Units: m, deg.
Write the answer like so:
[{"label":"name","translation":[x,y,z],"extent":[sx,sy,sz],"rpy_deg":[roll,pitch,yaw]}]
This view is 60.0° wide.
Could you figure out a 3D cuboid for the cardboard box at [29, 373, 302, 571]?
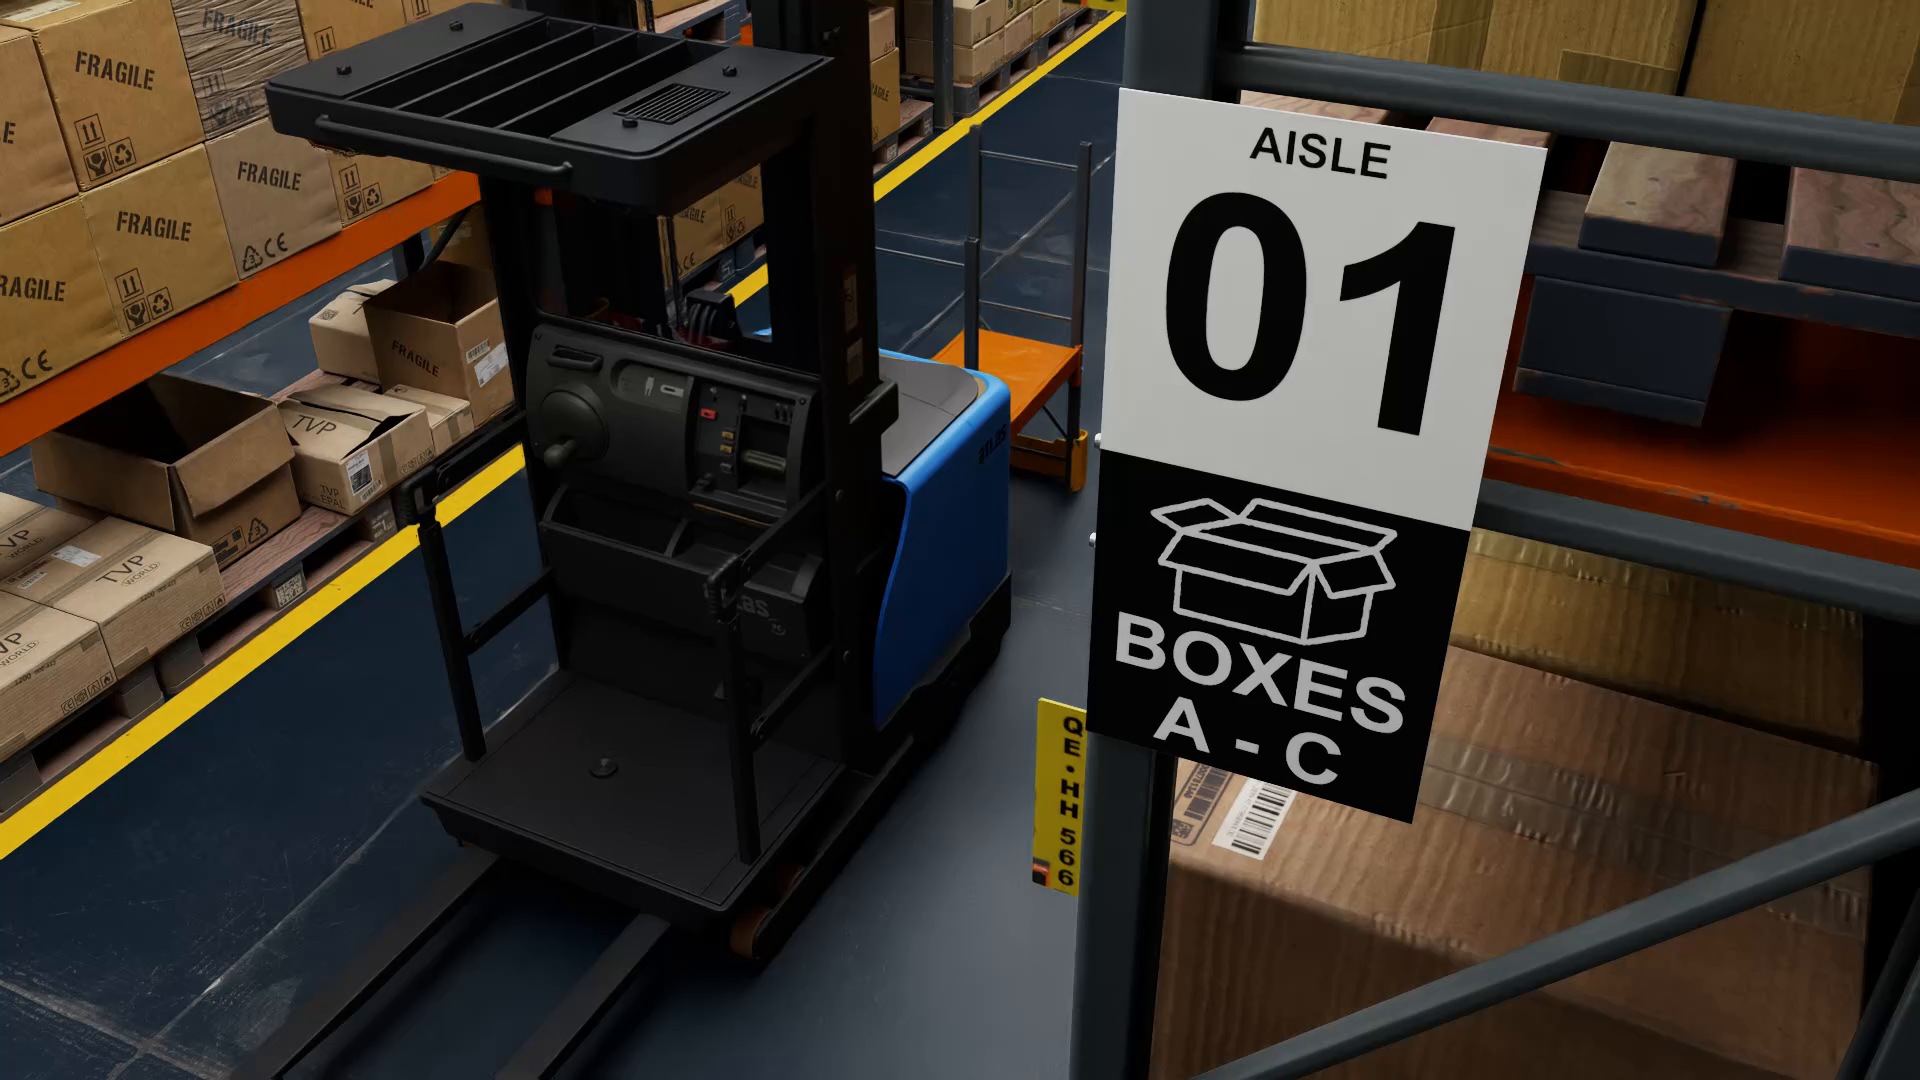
[{"label":"cardboard box","translation":[-2.975,-0.265,6.294],"extent":[0.797,0.503,0.637],"rpy_deg":[14,36,20]}]

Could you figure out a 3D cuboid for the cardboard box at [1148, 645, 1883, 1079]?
[{"label":"cardboard box","translation":[0.838,0.683,2.699],"extent":[0.980,0.700,0.700],"rpy_deg":[16,36,23]}]

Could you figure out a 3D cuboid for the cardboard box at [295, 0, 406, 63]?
[{"label":"cardboard box","translation":[-2.382,-1.954,5.992],"extent":[0.500,0.500,0.500],"rpy_deg":[13,36,20]}]

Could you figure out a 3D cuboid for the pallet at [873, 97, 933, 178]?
[{"label":"pallet","translation":[-0.867,-2.524,10.407],"extent":[1.003,0.211,1.213],"rpy_deg":[14,36,20]}]

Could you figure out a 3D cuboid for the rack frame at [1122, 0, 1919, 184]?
[{"label":"rack frame","translation":[0.634,-1.444,0.745],"extent":[1.000,3.000,0.127],"rpy_deg":[14,36,20]}]

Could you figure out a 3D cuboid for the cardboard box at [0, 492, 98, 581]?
[{"label":"cardboard box","translation":[-3.439,0.103,5.964],"extent":[0.500,0.250,0.500],"rpy_deg":[14,36,20]}]

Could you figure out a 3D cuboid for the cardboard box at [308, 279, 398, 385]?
[{"label":"cardboard box","translation":[-2.566,-0.962,7.532],"extent":[0.500,0.311,0.500],"rpy_deg":[14,36,20]}]

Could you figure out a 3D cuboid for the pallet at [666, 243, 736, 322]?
[{"label":"pallet","translation":[-1.888,-1.309,8.554],"extent":[1.003,0.211,1.213],"rpy_deg":[14,36,20]}]

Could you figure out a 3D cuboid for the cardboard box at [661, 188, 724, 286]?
[{"label":"cardboard box","translation":[-1.557,-1.653,8.414],"extent":[0.500,0.500,0.500],"rpy_deg":[15,36,21]}]

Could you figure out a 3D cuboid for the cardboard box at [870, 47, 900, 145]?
[{"label":"cardboard box","translation":[-0.698,-2.673,9.969],"extent":[0.500,0.500,0.500],"rpy_deg":[16,36,22]}]

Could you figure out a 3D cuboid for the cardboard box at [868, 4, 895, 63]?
[{"label":"cardboard box","translation":[-0.718,-2.957,9.719],"extent":[0.500,0.250,0.500],"rpy_deg":[16,36,22]}]

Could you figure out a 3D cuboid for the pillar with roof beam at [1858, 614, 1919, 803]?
[{"label":"pillar with roof beam","translation":[-1.110,-3.876,4.455],"extent":[9.100,9.000,0.400],"rpy_deg":[14,36,20]}]

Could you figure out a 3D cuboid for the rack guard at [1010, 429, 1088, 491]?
[{"label":"rack guard","translation":[0.261,-0.398,7.129],"extent":[0.587,0.250,0.087],"rpy_deg":[15,36,21]}]

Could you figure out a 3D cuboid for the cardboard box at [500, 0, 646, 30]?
[{"label":"cardboard box","translation":[-1.792,-2.464,7.297],"extent":[0.700,0.500,0.500],"rpy_deg":[3,33,4]}]

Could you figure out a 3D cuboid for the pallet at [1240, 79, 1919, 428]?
[{"label":"pallet","translation":[0.934,-0.524,2.159],"extent":[1.003,0.211,1.213],"rpy_deg":[14,36,20]}]

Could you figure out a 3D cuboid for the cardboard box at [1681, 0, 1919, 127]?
[{"label":"cardboard box","translation":[1.162,-0.651,1.935],"extent":[0.500,0.250,0.500],"rpy_deg":[16,37,23]}]

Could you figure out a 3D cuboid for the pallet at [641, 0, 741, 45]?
[{"label":"pallet","translation":[-1.760,-2.354,7.780],"extent":[1.003,0.211,1.213],"rpy_deg":[14,36,20]}]

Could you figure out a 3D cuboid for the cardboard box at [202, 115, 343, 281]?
[{"label":"cardboard box","translation":[-2.597,-1.282,5.879],"extent":[0.500,0.500,0.500],"rpy_deg":[15,36,22]}]

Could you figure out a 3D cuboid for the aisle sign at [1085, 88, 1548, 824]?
[{"label":"aisle sign","translation":[0.331,-0.055,1.727],"extent":[0.394,0.787,0.004],"rpy_deg":[14,36,20]}]

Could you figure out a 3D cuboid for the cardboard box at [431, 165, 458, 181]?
[{"label":"cardboard box","translation":[-2.170,-1.796,6.662],"extent":[0.500,0.500,0.500],"rpy_deg":[15,36,21]}]

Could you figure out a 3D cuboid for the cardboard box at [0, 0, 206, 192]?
[{"label":"cardboard box","translation":[-2.805,-1.453,5.228],"extent":[0.500,0.500,0.500],"rpy_deg":[14,36,20]}]

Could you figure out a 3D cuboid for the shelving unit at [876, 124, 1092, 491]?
[{"label":"shelving unit","translation":[0.047,-0.674,6.411],"extent":[0.587,1.500,1.083],"rpy_deg":[15,36,21]}]

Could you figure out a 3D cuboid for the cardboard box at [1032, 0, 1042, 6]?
[{"label":"cardboard box","translation":[0.393,-4.025,11.765],"extent":[0.500,0.311,0.500],"rpy_deg":[13,35,19]}]

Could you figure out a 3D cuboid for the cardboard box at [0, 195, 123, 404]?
[{"label":"cardboard box","translation":[-3.019,-0.779,5.112],"extent":[0.500,0.500,0.500],"rpy_deg":[14,36,20]}]

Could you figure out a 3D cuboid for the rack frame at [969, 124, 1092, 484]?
[{"label":"rack frame","translation":[0.269,-0.931,6.801],"extent":[0.500,1.500,0.032],"rpy_deg":[15,36,21]}]

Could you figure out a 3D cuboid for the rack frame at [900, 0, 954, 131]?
[{"label":"rack frame","translation":[-0.520,-4.054,10.197],"extent":[1.000,3.000,0.127],"rpy_deg":[14,36,20]}]

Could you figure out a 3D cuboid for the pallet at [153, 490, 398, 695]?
[{"label":"pallet","translation":[-2.991,0.056,6.472],"extent":[1.003,0.211,1.213],"rpy_deg":[14,36,20]}]

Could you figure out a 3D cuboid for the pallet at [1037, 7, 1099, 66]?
[{"label":"pallet","translation":[0.371,-3.894,12.496],"extent":[1.003,0.211,1.213],"rpy_deg":[14,36,20]}]

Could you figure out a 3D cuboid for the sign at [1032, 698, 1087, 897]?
[{"label":"sign","translation":[0.147,0.351,2.208],"extent":[0.100,0.325,0.005],"rpy_deg":[14,36,20]}]

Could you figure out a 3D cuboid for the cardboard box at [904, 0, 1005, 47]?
[{"label":"cardboard box","translation":[-0.034,-3.507,10.977],"extent":[0.500,0.311,0.500],"rpy_deg":[15,36,22]}]

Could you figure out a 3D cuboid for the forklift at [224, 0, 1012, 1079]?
[{"label":"forklift","translation":[-0.919,-0.274,4.494],"extent":[1.130,2.935,3.031],"rpy_deg":[15,36,22]}]

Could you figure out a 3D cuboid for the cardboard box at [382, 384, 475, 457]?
[{"label":"cardboard box","translation":[-2.277,-0.504,6.982],"extent":[0.380,0.149,0.250],"rpy_deg":[14,36,20]}]

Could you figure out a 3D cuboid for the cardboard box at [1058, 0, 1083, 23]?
[{"label":"cardboard box","translation":[0.602,-4.039,12.299],"extent":[0.500,0.250,0.500],"rpy_deg":[15,36,21]}]

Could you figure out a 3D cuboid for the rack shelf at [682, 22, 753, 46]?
[{"label":"rack shelf","translation":[-1.357,-2.757,8.875],"extent":[1.077,0.370,4.000],"rpy_deg":[14,36,20]}]

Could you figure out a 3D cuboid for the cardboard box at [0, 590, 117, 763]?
[{"label":"cardboard box","translation":[-3.173,0.442,5.447],"extent":[0.500,0.250,0.500],"rpy_deg":[14,36,20]}]

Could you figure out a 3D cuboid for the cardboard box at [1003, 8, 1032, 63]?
[{"label":"cardboard box","translation":[0.175,-3.523,11.513],"extent":[0.500,0.250,0.500],"rpy_deg":[13,35,19]}]
